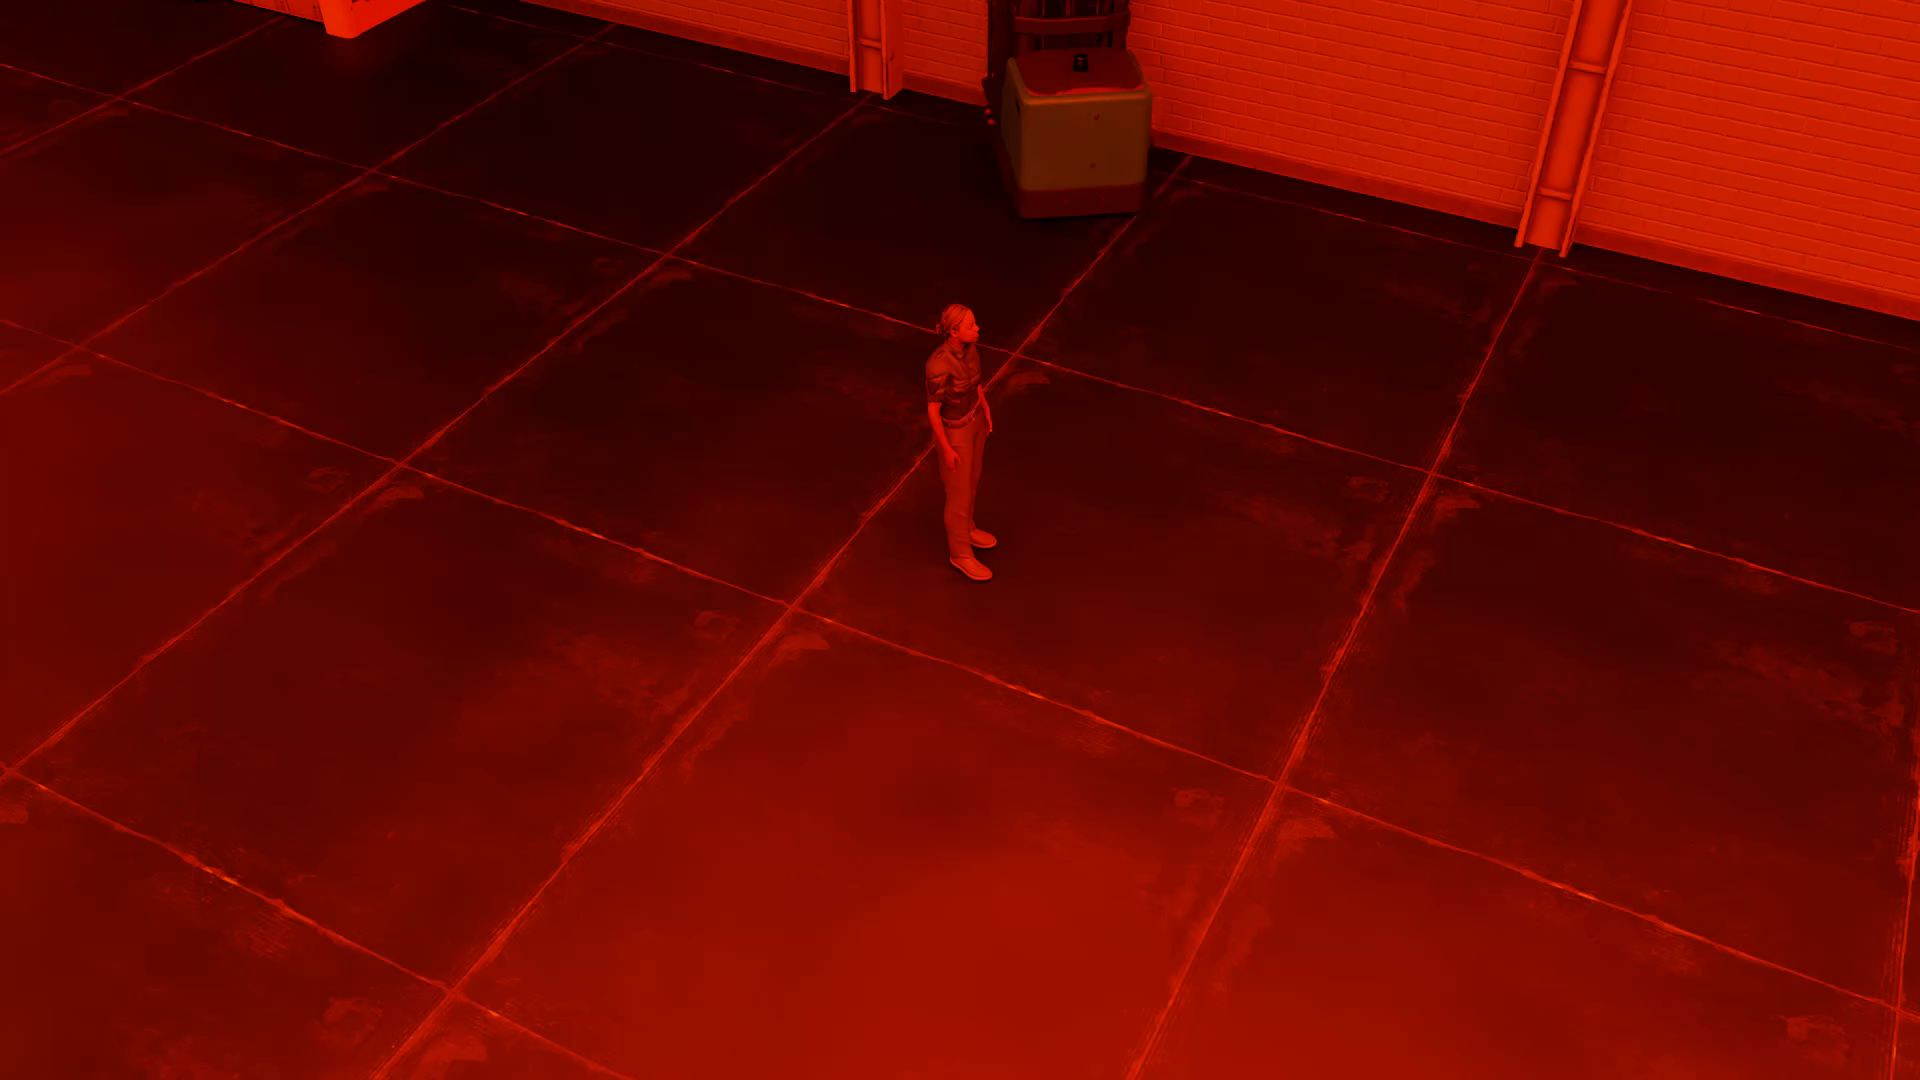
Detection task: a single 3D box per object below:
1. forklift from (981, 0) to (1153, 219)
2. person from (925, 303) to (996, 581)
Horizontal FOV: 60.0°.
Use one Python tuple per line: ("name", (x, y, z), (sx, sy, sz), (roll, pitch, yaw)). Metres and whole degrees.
("forklift", (0.784, -4.613, 13.463), (1.130, 2.935, 3.031), (-5, 40, -6))
("person", (0.068, -0.596, 9.684), (0.504, 1.643, 0.569), (18, 43, 21))
